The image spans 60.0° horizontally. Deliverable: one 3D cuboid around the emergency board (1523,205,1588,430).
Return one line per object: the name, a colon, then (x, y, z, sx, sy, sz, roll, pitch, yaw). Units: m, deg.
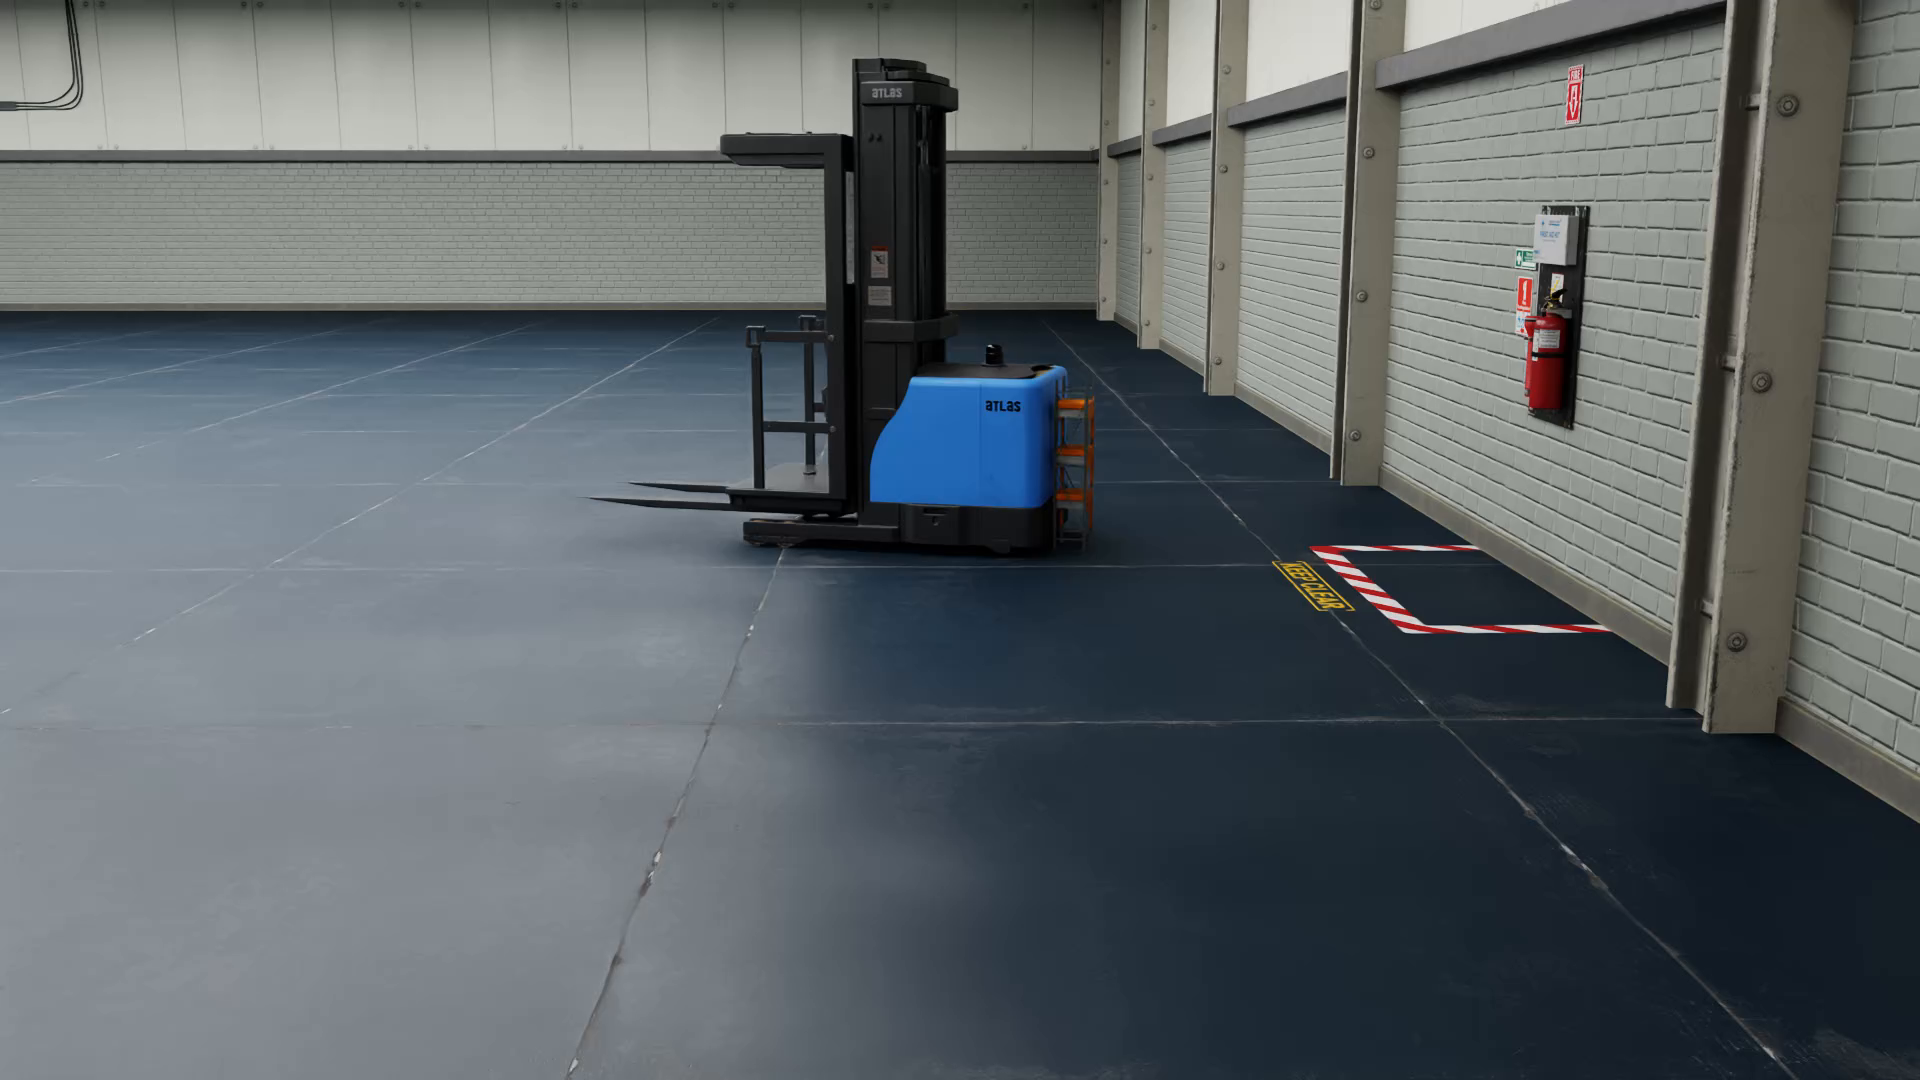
emergency board: (3.155, -1.221, 9.033, 0.194, 1.169, 0.643, 0, 11, -1)

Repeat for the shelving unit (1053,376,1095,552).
shelving unit: (0.702, -0.471, 10.239, 0.215, 1.050, 0.252, 3, 12, 13)

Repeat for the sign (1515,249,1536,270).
sign: (3.238, -1.608, 9.516, 0.001, 0.109, 0.331, 0, 11, -1)

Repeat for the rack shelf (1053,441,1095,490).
rack shelf: (0.702, -0.461, 10.241, 0.215, 0.259, 0.240, 3, 12, 13)

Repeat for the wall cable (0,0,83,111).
wall cable: (-18.068, -10.605, 31.644, 2.305, 6.003, 0.169, 0, 11, -1)

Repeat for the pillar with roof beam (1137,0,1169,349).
pillar with roof beam: (-1.508, -7.230, 23.564, 9.100, 9.000, 0.400, 0, 11, -1)

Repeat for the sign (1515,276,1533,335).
sign: (3.247, -1.349, 9.573, 0.001, 0.329, 0.234, 0, 11, -1)

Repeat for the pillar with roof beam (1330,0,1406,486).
pillar with roof beam: (-1.260, -4.845, 11.806, 9.100, 9.000, 0.400, 0, 11, -1)

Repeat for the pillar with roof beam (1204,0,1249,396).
pillar with roof beam: (-1.384, -6.037, 17.685, 9.100, 9.000, 0.400, 0, 11, -1)

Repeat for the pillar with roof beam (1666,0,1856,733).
pillar with roof beam: (-1.136, -3.652, 5.927, 9.100, 9.000, 0.400, 0, 11, -1)

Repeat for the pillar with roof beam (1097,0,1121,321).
pillar with roof beam: (-1.632, -8.423, 29.443, 9.100, 9.000, 0.400, 0, 11, -1)

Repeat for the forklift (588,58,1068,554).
forklift: (-0.870, -1.487, 10.516, 3.031, 2.935, 1.130, 3, 12, 13)

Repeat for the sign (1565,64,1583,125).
sign: (3.254, -2.359, 8.813, 0.001, 0.298, 0.199, 0, 11, -1)

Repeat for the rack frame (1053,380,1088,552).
rack frame: (0.673, -0.447, 10.123, 0.200, 1.050, 0.008, 3, 12, 13)

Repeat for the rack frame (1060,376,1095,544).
rack frame: (0.730, -0.495, 10.355, 0.200, 1.050, 0.008, 3, 12, 13)

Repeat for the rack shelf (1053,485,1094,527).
rack shelf: (0.701, -0.188, 10.297, 0.215, 0.259, 0.240, 3, 12, 13)

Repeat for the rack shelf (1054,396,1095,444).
rack shelf: (0.702, -0.739, 10.185, 0.215, 0.259, 0.240, 3, 12, 13)
